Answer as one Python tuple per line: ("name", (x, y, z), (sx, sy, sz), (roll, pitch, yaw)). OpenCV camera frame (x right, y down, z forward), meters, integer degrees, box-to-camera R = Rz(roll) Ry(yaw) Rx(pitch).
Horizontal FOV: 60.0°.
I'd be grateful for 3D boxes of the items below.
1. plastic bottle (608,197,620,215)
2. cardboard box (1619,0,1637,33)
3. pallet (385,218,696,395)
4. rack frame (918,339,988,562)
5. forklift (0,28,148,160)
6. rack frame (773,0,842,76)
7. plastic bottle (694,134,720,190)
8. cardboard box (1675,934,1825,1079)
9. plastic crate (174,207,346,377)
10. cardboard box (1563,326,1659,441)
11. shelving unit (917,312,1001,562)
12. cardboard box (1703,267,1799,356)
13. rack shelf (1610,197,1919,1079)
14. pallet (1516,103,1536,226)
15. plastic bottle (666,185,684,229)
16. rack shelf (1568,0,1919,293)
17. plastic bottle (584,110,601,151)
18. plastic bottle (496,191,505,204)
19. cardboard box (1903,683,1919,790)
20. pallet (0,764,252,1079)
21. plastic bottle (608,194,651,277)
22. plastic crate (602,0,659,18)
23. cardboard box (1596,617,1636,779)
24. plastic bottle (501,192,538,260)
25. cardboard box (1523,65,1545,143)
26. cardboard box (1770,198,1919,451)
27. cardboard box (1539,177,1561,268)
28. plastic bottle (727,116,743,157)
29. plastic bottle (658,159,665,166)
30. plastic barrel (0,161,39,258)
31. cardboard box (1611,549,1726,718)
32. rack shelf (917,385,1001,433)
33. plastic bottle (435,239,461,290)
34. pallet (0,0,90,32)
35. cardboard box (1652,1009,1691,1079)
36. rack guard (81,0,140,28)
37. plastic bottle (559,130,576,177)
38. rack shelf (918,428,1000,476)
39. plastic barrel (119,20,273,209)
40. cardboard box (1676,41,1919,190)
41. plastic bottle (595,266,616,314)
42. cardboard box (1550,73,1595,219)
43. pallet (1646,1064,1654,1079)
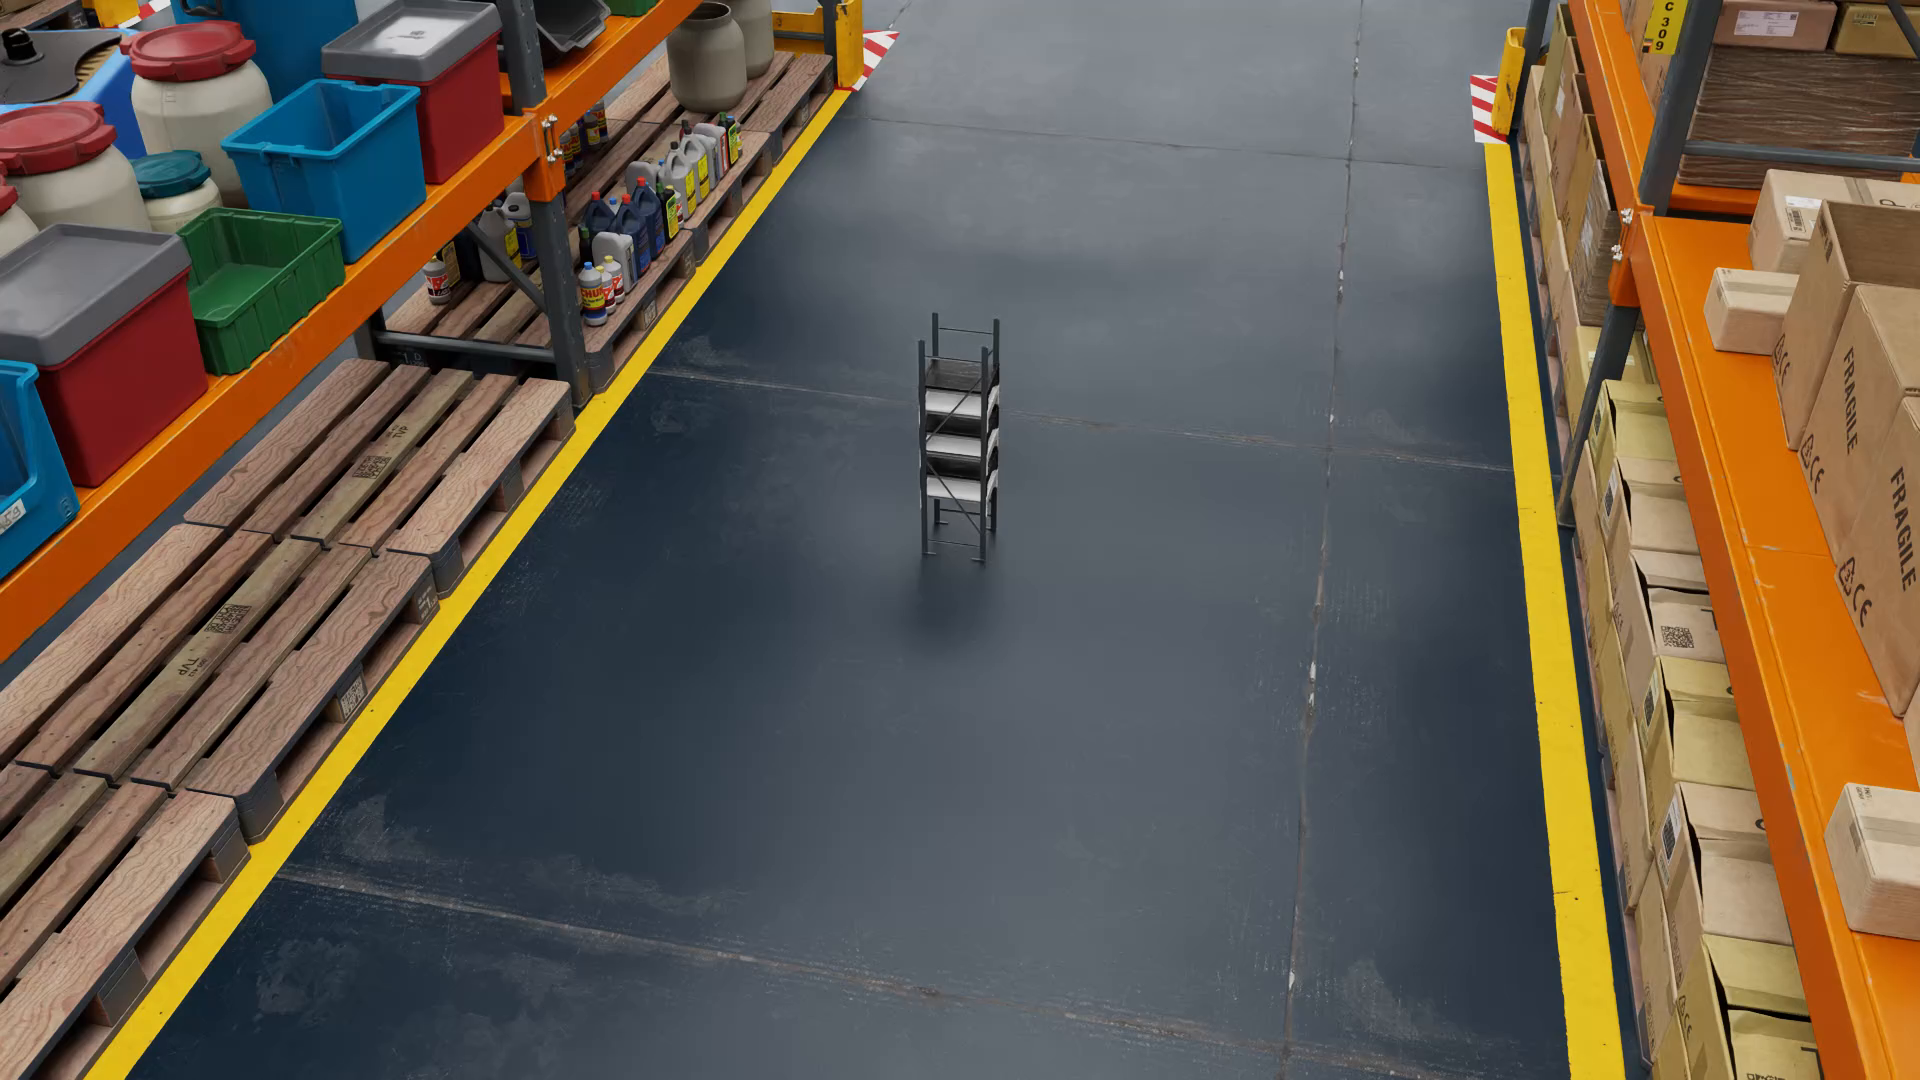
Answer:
("plastic bottle", (-1.577, -1.440, 7.631), (0.097, 0.271, 0.097), (0, 36, 0))
("cardboard box", (3.184, -2.414, 6.940), (0.700, 0.500, 0.500), (8, 37, 11))
("pallet", (-1.884, -1.108, 7.599), (1.003, 0.211, 1.213), (7, 37, 10))
("rack frame", (-0.023, -0.301, 5.899), (0.240, 0.900, 0.006), (7, 37, 10))
("forklift", (-5.203, -2.326, 6.962), (3.031, 2.935, 1.130), (-3, 36, -5))
("rack frame", (-1.214, -4.151, 9.421), (1.000, 3.000, 0.127), (7, 37, 10))
("plastic bottle", (-1.288, -1.898, 8.258), (0.152, 0.276, 0.135), (6, 36, 9))
("cardboard box", (1.892, 1.145, 3.621), (0.500, 0.311, 0.500), (7, 36, 9))
("plastic crate", (-2.164, -0.738, 4.893), (0.450, 0.188, 0.662), (7, 37, 10))
("cardboard box", (2.656, -0.584, 6.486), (0.500, 0.250, 0.500), (7, 37, 10))
("shelving unit", (-0.002, -0.360, 5.980), (0.258, 0.900, 0.210), (7, 37, 10))
("cardboard box", (2.381, -0.650, 4.805), (0.380, 0.149, 0.250), (7, 37, 10))
("rack shelf", (2.343, 0.203, 4.026), (1.077, 0.370, 4.000), (7, 37, 10))
("pallet", (3.502, -1.955, 8.767), (1.003, 0.211, 1.213), (7, 37, 10))
("plastic bottle", (-1.367, -1.581, 7.885), (0.097, 0.201, 0.097), (0, 36, 0))
("rack shelf", (3.197, -2.090, 7.190), (1.077, 0.370, 4.000), (7, 37, 10))
("plastic bottle", (-1.927, -2.136, 8.651), (0.097, 0.201, 0.097), (0, 36, 0))
("plastic bottle", (-2.177, -1.550, 7.772), (0.061, 0.283, 0.133), (10, 37, 13))
("cardboard box", (2.133, 0.422, 3.325), (0.380, 0.149, 0.250), (10, 37, 13))
("pallet", (-2.719, 1.125, 4.517), (1.003, 0.211, 1.213), (7, 37, 10))
("plastic bottle", (-1.490, -1.374, 7.472), (0.144, 0.351, 0.185), (8, 37, 11))
("plastic crate", (-1.502, -2.515, 7.344), (0.450, 0.188, 0.662), (7, 37, 10))
("cardboard box", (2.224, 0.499, 4.990), (0.500, 0.250, 0.500), (6, 36, 9))
("plastic bottle", (-2.021, -1.444, 7.632), (0.152, 0.276, 0.135), (7, 37, 10))
("cardboard box", (3.293, -2.305, 8.859), (0.500, 0.250, 0.500), (7, 37, 10))
("cardboard box", (2.478, -0.535, 4.347), (0.500, 0.500, 0.500), (10, 37, 13))
("cardboard box", (2.971, -1.445, 7.673), (0.500, 0.250, 0.500), (7, 37, 10))
("plastic bottle", (-1.178, -2.088, 8.584), (0.097, 0.201, 0.097), (0, 36, 0))
("plastic bottle", (-1.447, -1.762, 8.135), (0.097, 0.201, 0.097), (0, 36, 0))
("plastic barrel", (-2.736, -0.723, 4.576), (0.433, 0.535, 0.433), (0, 36, 0))
("cardboard box", (2.217, 0.271, 4.828), (0.500, 0.311, 0.500), (6, 36, 8))
("rack shelf", (-0.002, -0.478, 5.893), (0.258, 0.077, 0.200), (7, 37, 10))
("plastic bottle", (-2.287, -1.253, 7.363), (0.061, 0.283, 0.133), (9, 37, 12))
("pallet", (-6.277, -3.138, 10.399), (1.003, 0.211, 1.213), (7, 37, 10))
("cardboard box", (1.897, 1.374, 3.784), (0.500, 0.250, 0.500), (7, 37, 9))
("rack guard", (-6.068, -3.716, 10.951), (1.175, 0.500, 0.348), (7, 37, 10))
("plastic bottle", (-2.000, -1.970, 8.362), (0.097, 0.271, 0.097), (0, 36, 0))
("rack shelf", (-0.002, -0.333, 5.999), (0.258, 0.077, 0.200), (7, 37, 10))
("plastic barrel", (-2.487, -1.392, 5.498), (0.433, 0.535, 0.433), (0, 36, 0))
("cardboard box", (2.859, -1.530, 5.720), (0.700, 0.500, 0.500), (6, 36, 9))
("plastic bottle", (-1.550, -1.089, 7.206), (0.097, 0.201, 0.097), (0, 36, 0))
("cardboard box", (2.970, -1.749, 7.453), (0.500, 0.500, 0.500), (7, 37, 10))
("pallet", (2.130, 1.721, 3.696), (1.003, 0.211, 1.213), (7, 37, 10))
